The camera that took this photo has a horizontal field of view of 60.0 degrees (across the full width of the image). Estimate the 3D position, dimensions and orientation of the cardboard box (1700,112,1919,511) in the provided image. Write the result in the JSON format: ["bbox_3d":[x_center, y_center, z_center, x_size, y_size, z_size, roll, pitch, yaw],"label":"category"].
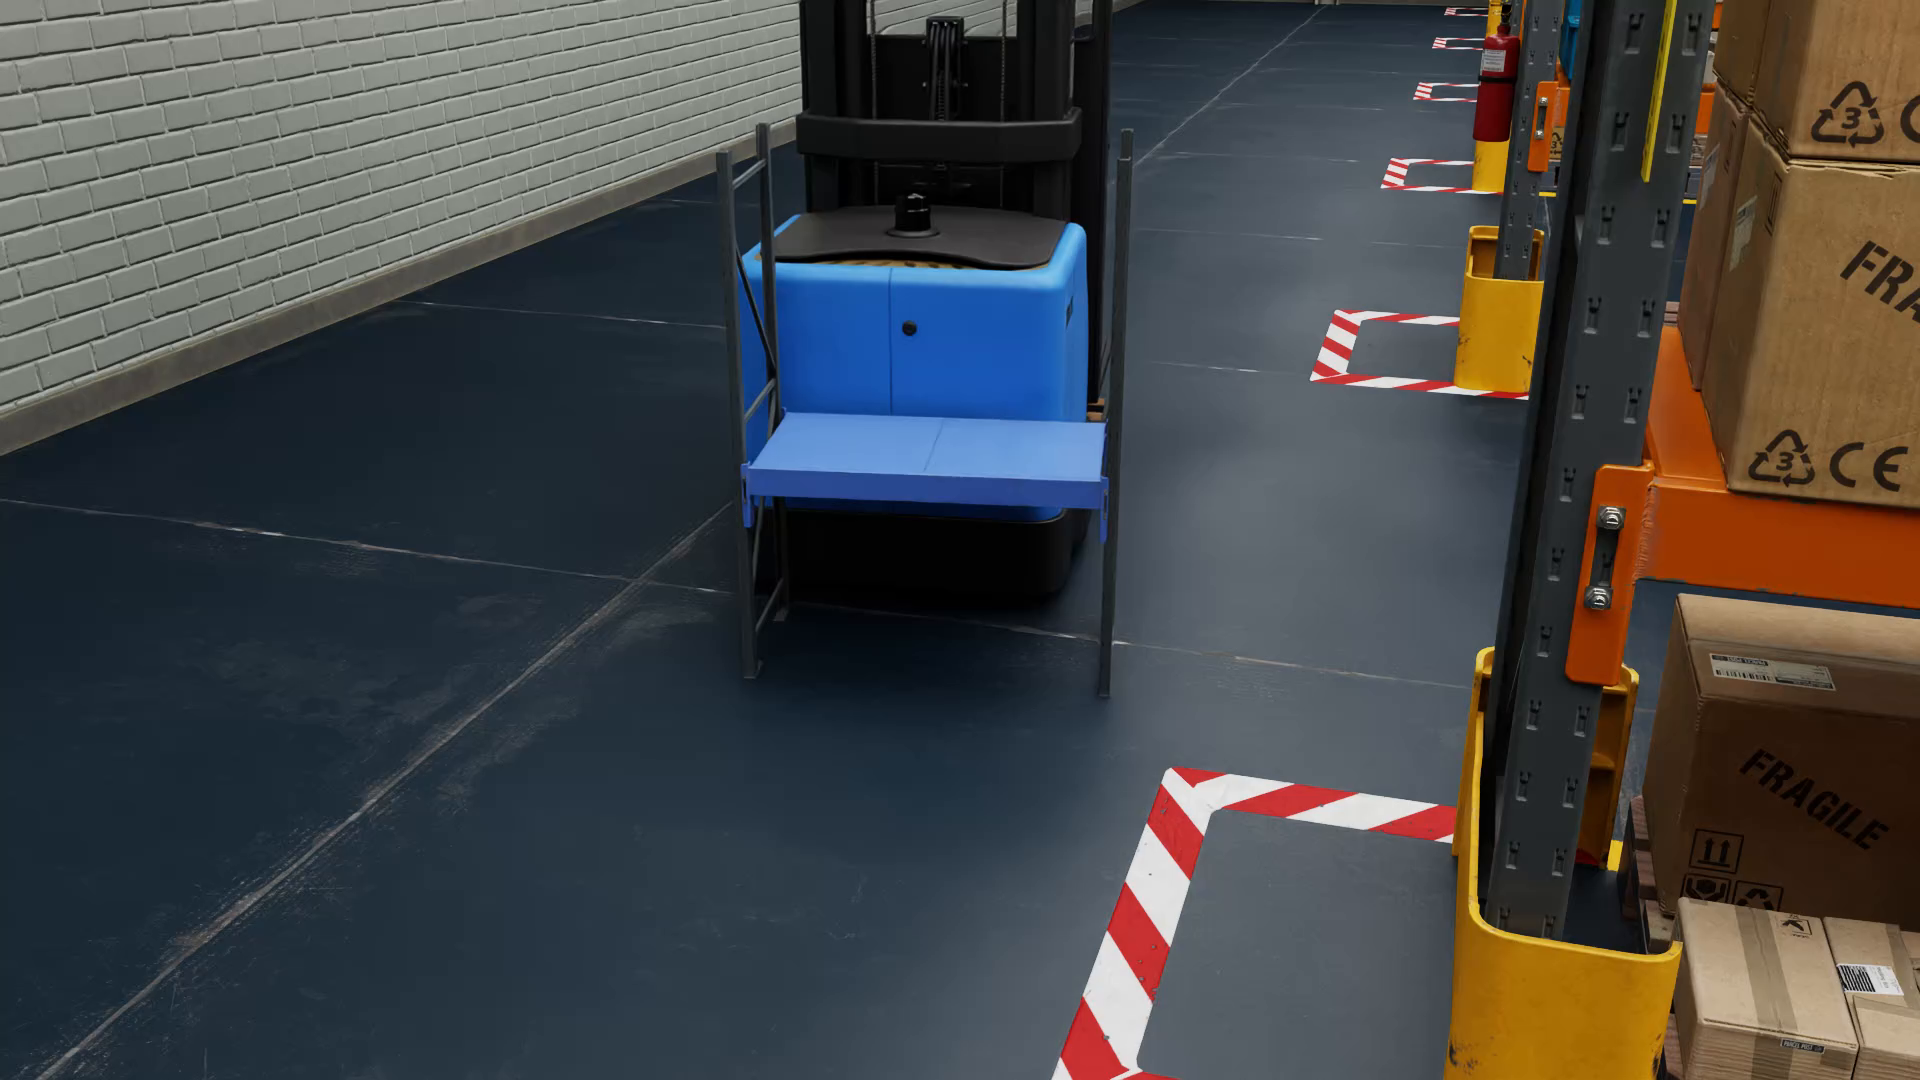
[{"bbox_3d":[2.766,-0.321,2.469,3.026,0.500,1.079,7,23,16],"label":"cardboard box"}]

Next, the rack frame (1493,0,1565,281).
[{"bbox_3d":[2.562,-2.261,7.330,0.127,3.000,1.000,7,23,16],"label":"rack frame"}]

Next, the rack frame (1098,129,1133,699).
[{"bbox_3d":[0.433,-0.341,4.625,0.032,1.500,0.500,2,22,6],"label":"rack frame"}]

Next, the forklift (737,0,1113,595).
[{"bbox_3d":[0.022,-1.711,6.079,1.130,2.935,3.031,3,23,8],"label":"forklift"}]

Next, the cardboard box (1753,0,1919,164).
[{"bbox_3d":[1.476,-0.826,2.382,0.500,0.500,0.500,7,23,17],"label":"cardboard box"}]

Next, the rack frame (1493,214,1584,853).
[{"bbox_3d":[1.126,-0.461,2.940,0.053,2.616,0.949,7,23,16],"label":"rack frame"}]

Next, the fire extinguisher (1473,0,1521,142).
[{"bbox_3d":[2.549,-2.234,7.858,0.183,0.674,0.296,7,23,16],"label":"fire extinguisher"}]

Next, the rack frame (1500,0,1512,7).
[{"bbox_3d":[6.855,-7.661,20.495,0.127,3.000,1.000,7,23,16],"label":"rack frame"}]

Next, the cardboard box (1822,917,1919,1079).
[{"bbox_3d":[1.668,0.844,2.914,0.250,0.166,0.380,7,23,16],"label":"cardboard box"}]

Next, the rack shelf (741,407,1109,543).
[{"bbox_3d":[-0.072,-0.196,4.745,1.000,0.185,0.538,2,22,6],"label":"rack shelf"}]

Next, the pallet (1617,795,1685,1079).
[{"bbox_3d":[1.964,0.924,3.240,1.213,0.211,1.003,7,23,16],"label":"pallet"}]

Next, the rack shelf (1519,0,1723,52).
[{"bbox_3d":[5.907,-3.509,11.319,4.000,0.370,1.077,7,23,16],"label":"rack shelf"}]

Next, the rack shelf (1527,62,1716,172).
[{"bbox_3d":[4.477,-1.709,6.932,4.000,0.370,1.077,7,23,16],"label":"rack shelf"}]

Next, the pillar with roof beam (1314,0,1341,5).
[{"bbox_3d":[4.721,-11.300,21.459,0.400,9.000,9.100,7,23,16],"label":"pillar with roof beam"}]

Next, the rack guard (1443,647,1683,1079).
[{"bbox_3d":[1.200,0.703,3.397,0.348,0.500,1.175,7,23,16],"label":"rack guard"}]

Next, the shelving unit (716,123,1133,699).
[{"bbox_3d":[-0.072,-0.362,4.677,1.048,1.500,0.538,2,22,6],"label":"shelving unit"}]

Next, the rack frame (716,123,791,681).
[{"bbox_3d":[-0.578,-0.384,4.729,0.032,1.500,0.500,2,22,6],"label":"rack frame"}]

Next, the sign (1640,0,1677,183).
[{"bbox_3d":[0.971,-0.665,2.298,0.005,0.325,0.100,7,23,16],"label":"sign"}]

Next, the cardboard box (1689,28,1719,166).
[{"bbox_3d":[5.500,-3.131,11.697,0.875,0.875,0.875,7,23,16],"label":"cardboard box"}]

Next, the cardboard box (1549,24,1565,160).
[{"bbox_3d":[4.628,-3.231,11.940,0.875,0.875,0.875,7,23,16],"label":"cardboard box"}]

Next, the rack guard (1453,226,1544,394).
[{"bbox_3d":[2.535,-1.103,7.799,0.348,0.500,1.175,7,23,16],"label":"rack guard"}]

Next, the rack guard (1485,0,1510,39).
[{"bbox_3d":[6.832,-6.507,20.975,0.348,0.500,1.175,7,23,16],"label":"rack guard"}]

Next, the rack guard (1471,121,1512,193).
[{"bbox_3d":[3.969,-2.907,12.198,0.348,0.500,1.175,7,23,16],"label":"rack guard"}]

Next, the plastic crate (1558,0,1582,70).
[{"bbox_3d":[2.936,-2.336,7.388,0.499,0.435,0.616,7,23,16],"label":"plastic crate"}]

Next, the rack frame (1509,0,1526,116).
[{"bbox_3d":[3.992,-4.061,11.717,0.127,3.000,1.000,7,23,16],"label":"rack frame"}]

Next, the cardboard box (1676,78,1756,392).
[{"bbox_3d":[1.635,-0.558,3.046,0.500,0.500,0.500,7,23,17],"label":"cardboard box"}]

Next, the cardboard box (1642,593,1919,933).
[{"bbox_3d":[1.719,0.461,3.407,0.500,0.500,0.500,7,23,16],"label":"cardboard box"}]

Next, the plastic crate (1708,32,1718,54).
[{"bbox_3d":[3.395,-2.143,7.311,0.243,0.136,0.396,7,23,16],"label":"plastic crate"}]

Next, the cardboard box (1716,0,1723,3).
[{"bbox_3d":[4.978,-3.702,11.173,0.250,0.149,0.380,6,23,15],"label":"cardboard box"}]

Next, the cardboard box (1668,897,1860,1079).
[{"bbox_3d":[1.429,0.824,2.985,0.250,0.149,0.380,7,23,16],"label":"cardboard box"}]

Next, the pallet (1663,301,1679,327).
[{"bbox_3d":[3.340,-0.866,7.604,1.213,0.211,1.003,7,23,16],"label":"pallet"}]
